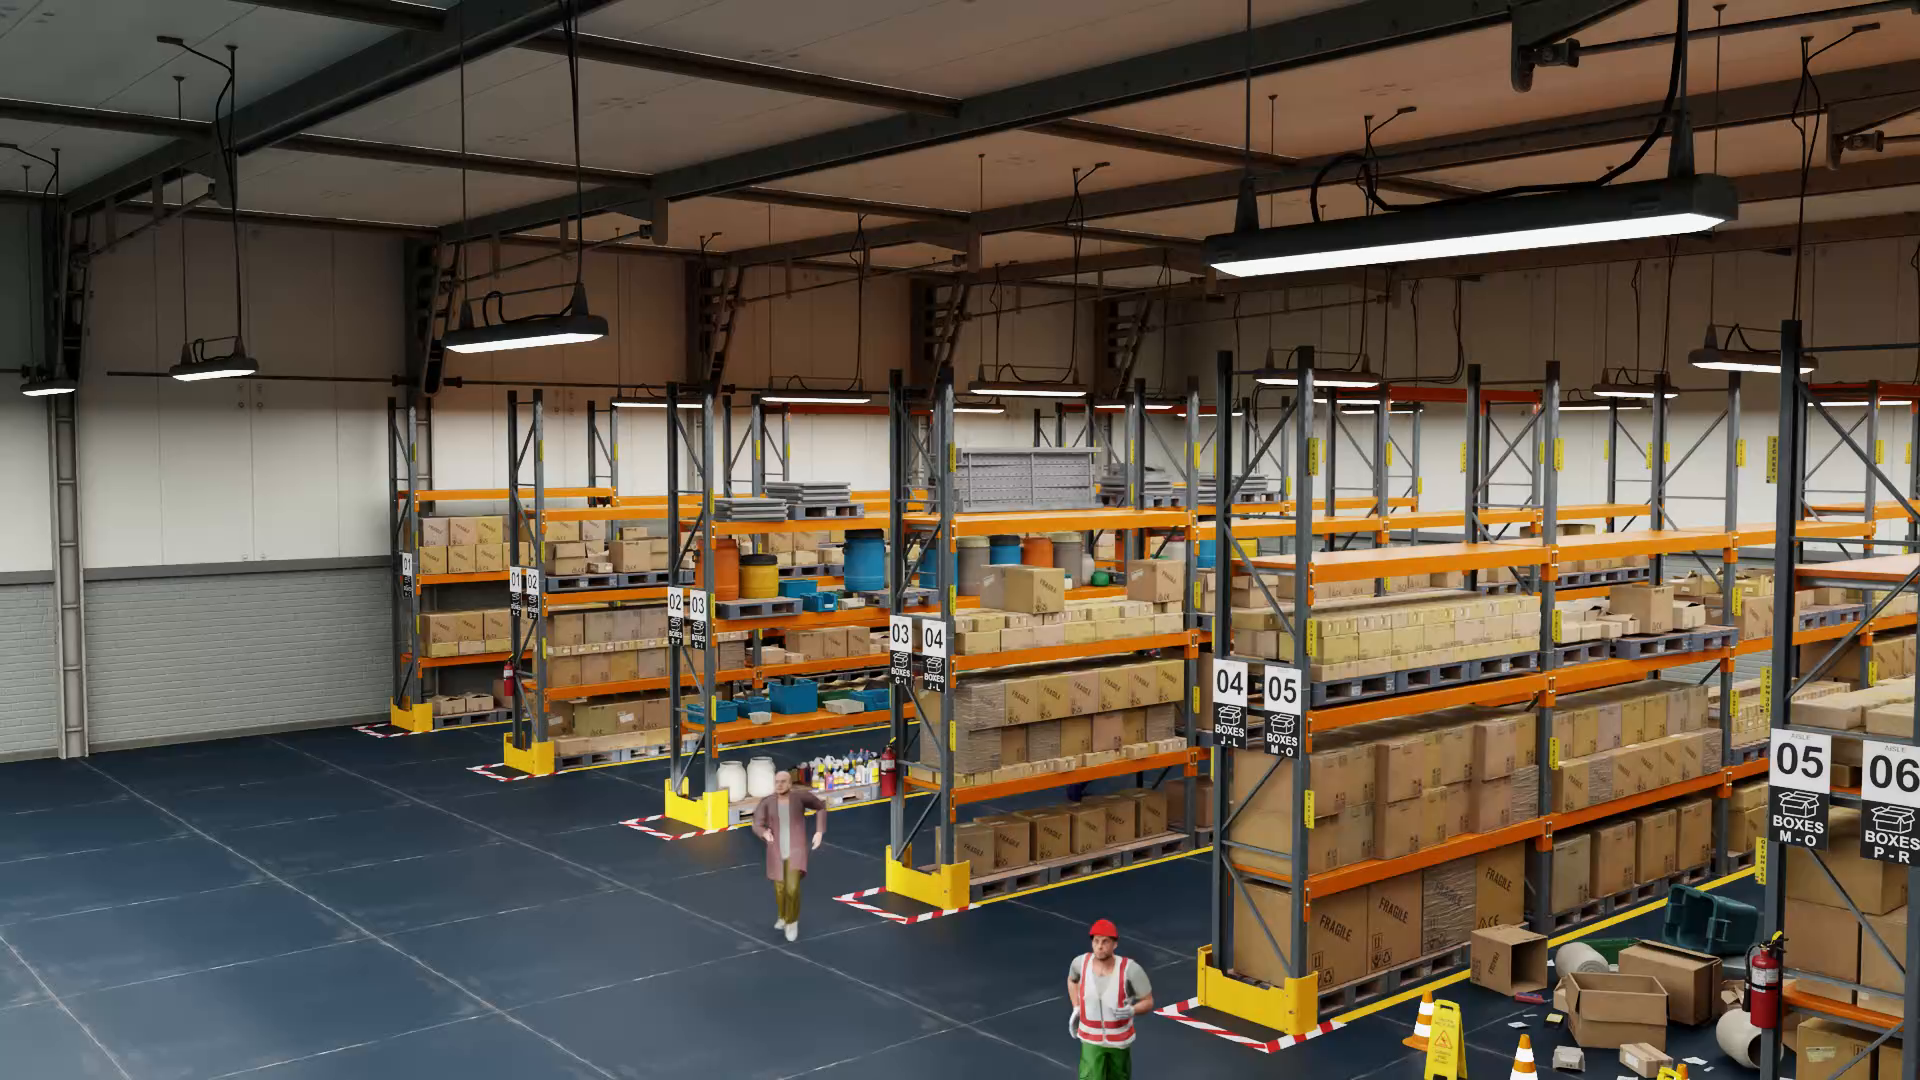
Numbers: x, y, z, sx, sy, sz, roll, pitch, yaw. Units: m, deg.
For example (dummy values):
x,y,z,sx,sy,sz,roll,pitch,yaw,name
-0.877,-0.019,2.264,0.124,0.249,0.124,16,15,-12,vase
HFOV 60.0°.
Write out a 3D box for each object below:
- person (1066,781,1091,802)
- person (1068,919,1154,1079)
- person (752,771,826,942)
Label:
x,y,z,sx,sy,sz,roll,pitch,yaw,name
1.590,3.054,22.435,0.525,1.612,0.609,-3,4,-40,person
1.060,3.581,11.789,0.624,1.836,0.856,0,3,7,person
-1.777,3.268,17.256,0.733,1.769,0.926,0,3,7,person
